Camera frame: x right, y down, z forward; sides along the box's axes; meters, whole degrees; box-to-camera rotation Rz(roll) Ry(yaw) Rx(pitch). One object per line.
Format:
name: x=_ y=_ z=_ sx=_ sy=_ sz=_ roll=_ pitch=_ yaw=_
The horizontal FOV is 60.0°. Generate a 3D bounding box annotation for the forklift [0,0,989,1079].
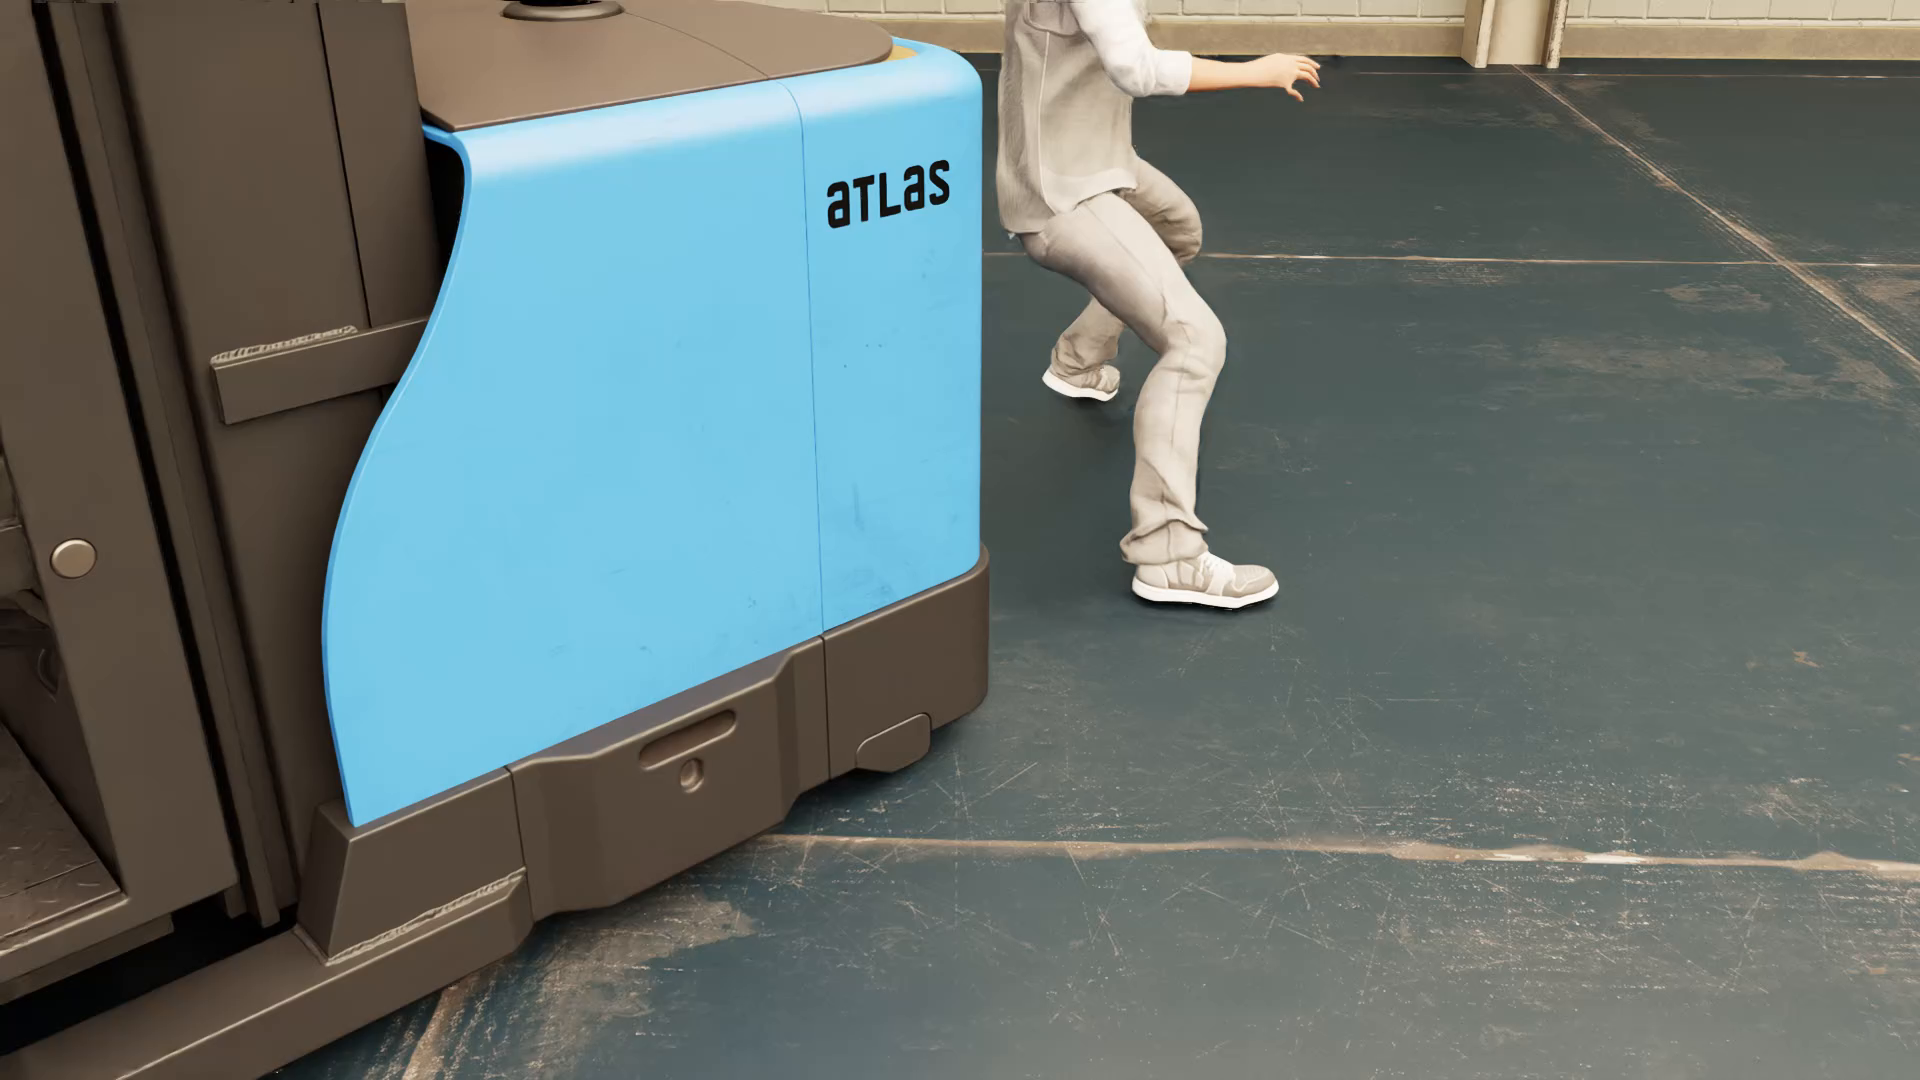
forklift: x=-1.387 y=-0.732 z=1.502 sx=3.031 sy=2.935 sz=1.130 roll=-22 pitch=34 yaw=-37

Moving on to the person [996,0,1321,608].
person: x=0.375 y=-0.721 z=3.256 sx=0.601 sy=1.360 sz=1.069 roll=4 pitch=27 yaw=9
